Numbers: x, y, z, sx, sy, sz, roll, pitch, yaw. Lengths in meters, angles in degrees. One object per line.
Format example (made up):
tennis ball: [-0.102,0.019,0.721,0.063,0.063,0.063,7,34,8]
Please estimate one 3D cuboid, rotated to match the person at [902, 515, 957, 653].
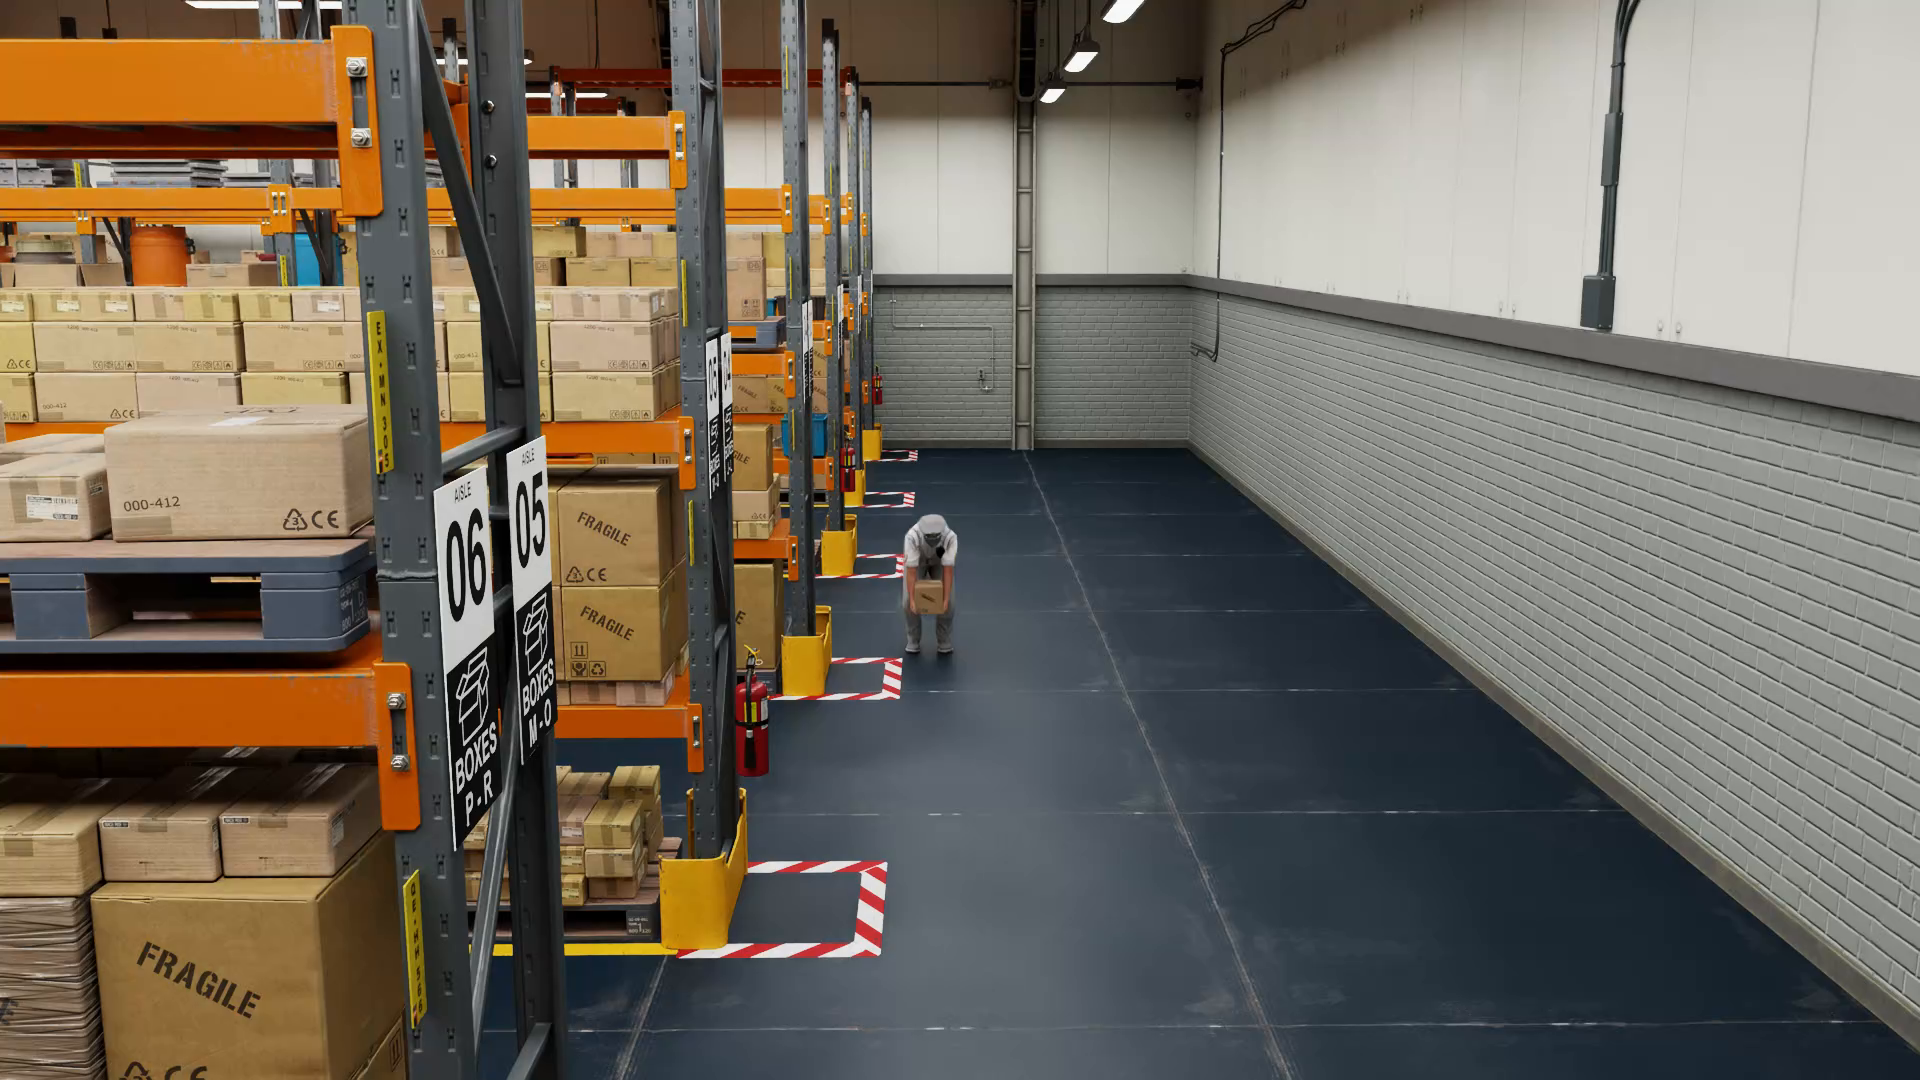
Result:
person: [-0.275,0.385,14.935,0.496,1.341,0.987,-1,10,-3]
